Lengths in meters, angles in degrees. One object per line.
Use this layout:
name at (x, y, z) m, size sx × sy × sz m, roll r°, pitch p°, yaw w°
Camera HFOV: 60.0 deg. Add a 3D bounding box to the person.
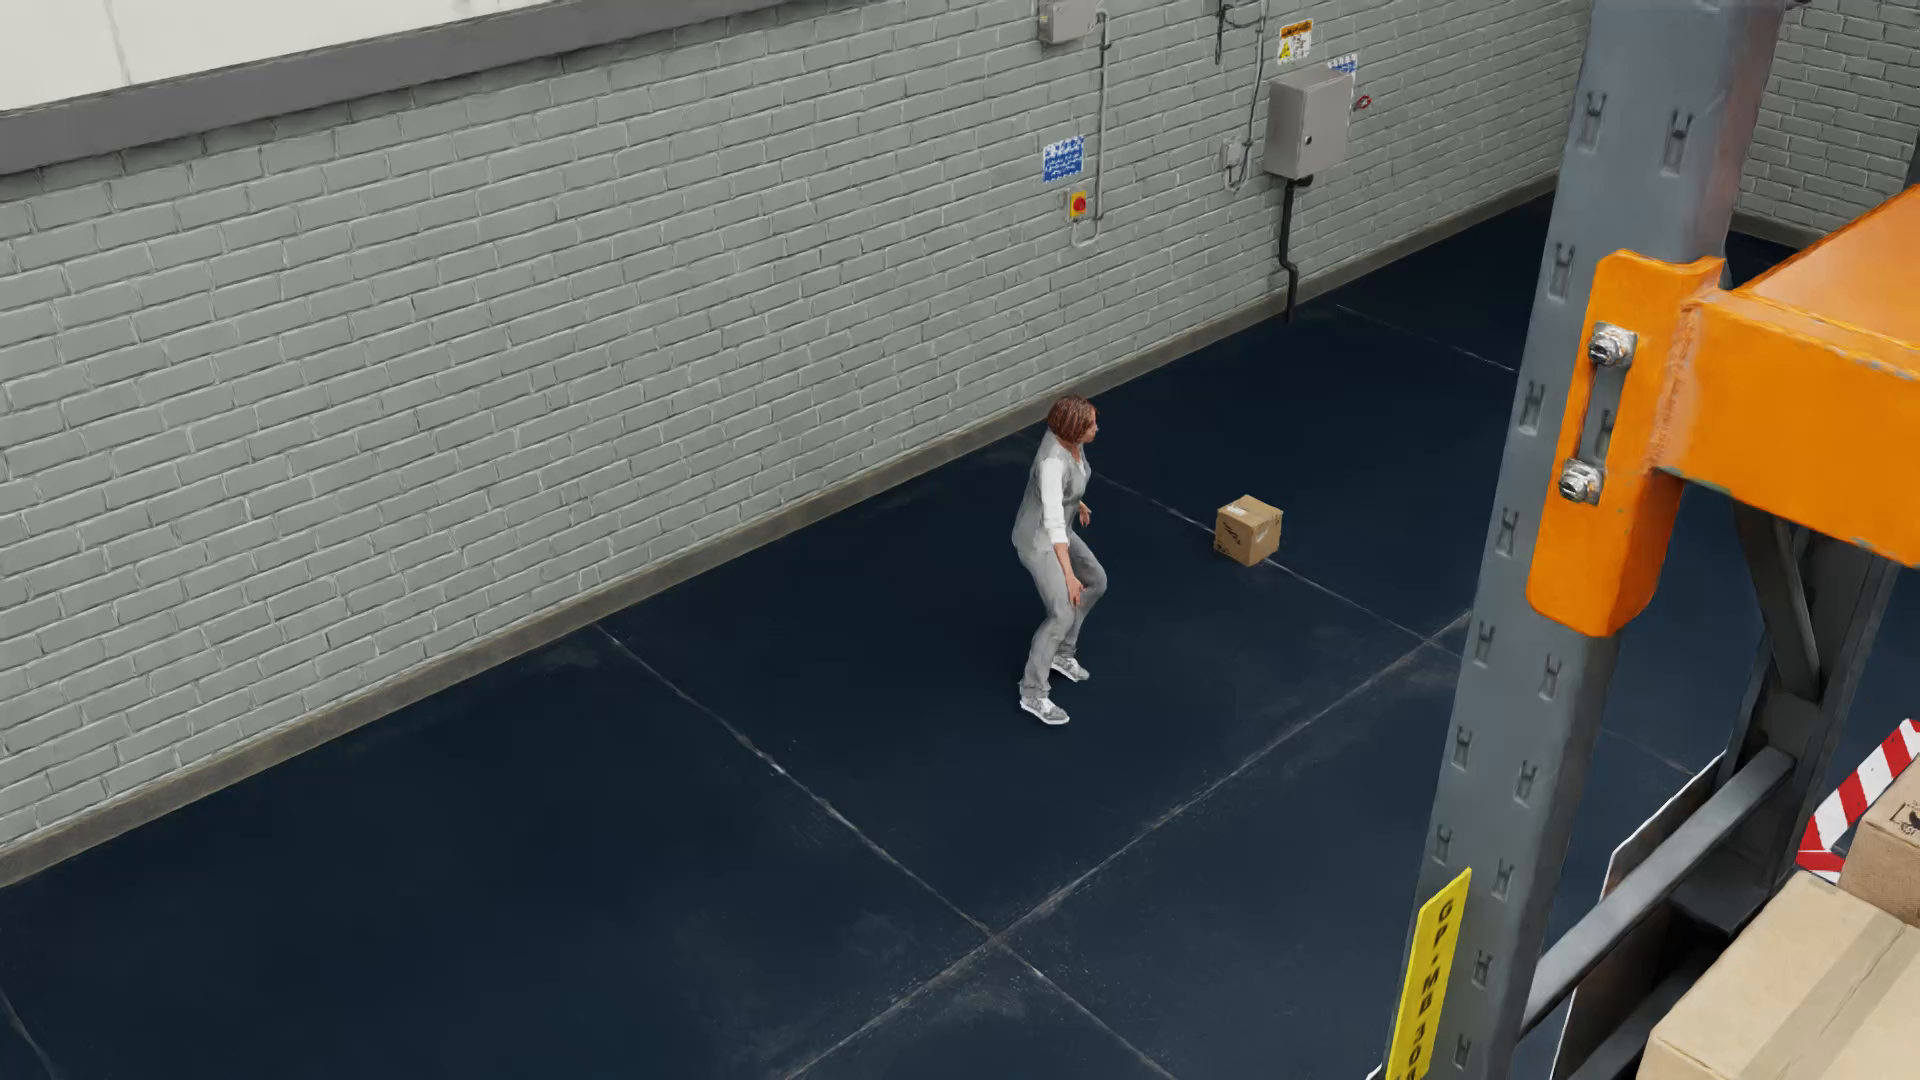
person at (0.453, 0.051, 7.666) m, size 0.457 × 1.546 × 0.795 m, roll 4°, pitch 32°, yaw 7°
